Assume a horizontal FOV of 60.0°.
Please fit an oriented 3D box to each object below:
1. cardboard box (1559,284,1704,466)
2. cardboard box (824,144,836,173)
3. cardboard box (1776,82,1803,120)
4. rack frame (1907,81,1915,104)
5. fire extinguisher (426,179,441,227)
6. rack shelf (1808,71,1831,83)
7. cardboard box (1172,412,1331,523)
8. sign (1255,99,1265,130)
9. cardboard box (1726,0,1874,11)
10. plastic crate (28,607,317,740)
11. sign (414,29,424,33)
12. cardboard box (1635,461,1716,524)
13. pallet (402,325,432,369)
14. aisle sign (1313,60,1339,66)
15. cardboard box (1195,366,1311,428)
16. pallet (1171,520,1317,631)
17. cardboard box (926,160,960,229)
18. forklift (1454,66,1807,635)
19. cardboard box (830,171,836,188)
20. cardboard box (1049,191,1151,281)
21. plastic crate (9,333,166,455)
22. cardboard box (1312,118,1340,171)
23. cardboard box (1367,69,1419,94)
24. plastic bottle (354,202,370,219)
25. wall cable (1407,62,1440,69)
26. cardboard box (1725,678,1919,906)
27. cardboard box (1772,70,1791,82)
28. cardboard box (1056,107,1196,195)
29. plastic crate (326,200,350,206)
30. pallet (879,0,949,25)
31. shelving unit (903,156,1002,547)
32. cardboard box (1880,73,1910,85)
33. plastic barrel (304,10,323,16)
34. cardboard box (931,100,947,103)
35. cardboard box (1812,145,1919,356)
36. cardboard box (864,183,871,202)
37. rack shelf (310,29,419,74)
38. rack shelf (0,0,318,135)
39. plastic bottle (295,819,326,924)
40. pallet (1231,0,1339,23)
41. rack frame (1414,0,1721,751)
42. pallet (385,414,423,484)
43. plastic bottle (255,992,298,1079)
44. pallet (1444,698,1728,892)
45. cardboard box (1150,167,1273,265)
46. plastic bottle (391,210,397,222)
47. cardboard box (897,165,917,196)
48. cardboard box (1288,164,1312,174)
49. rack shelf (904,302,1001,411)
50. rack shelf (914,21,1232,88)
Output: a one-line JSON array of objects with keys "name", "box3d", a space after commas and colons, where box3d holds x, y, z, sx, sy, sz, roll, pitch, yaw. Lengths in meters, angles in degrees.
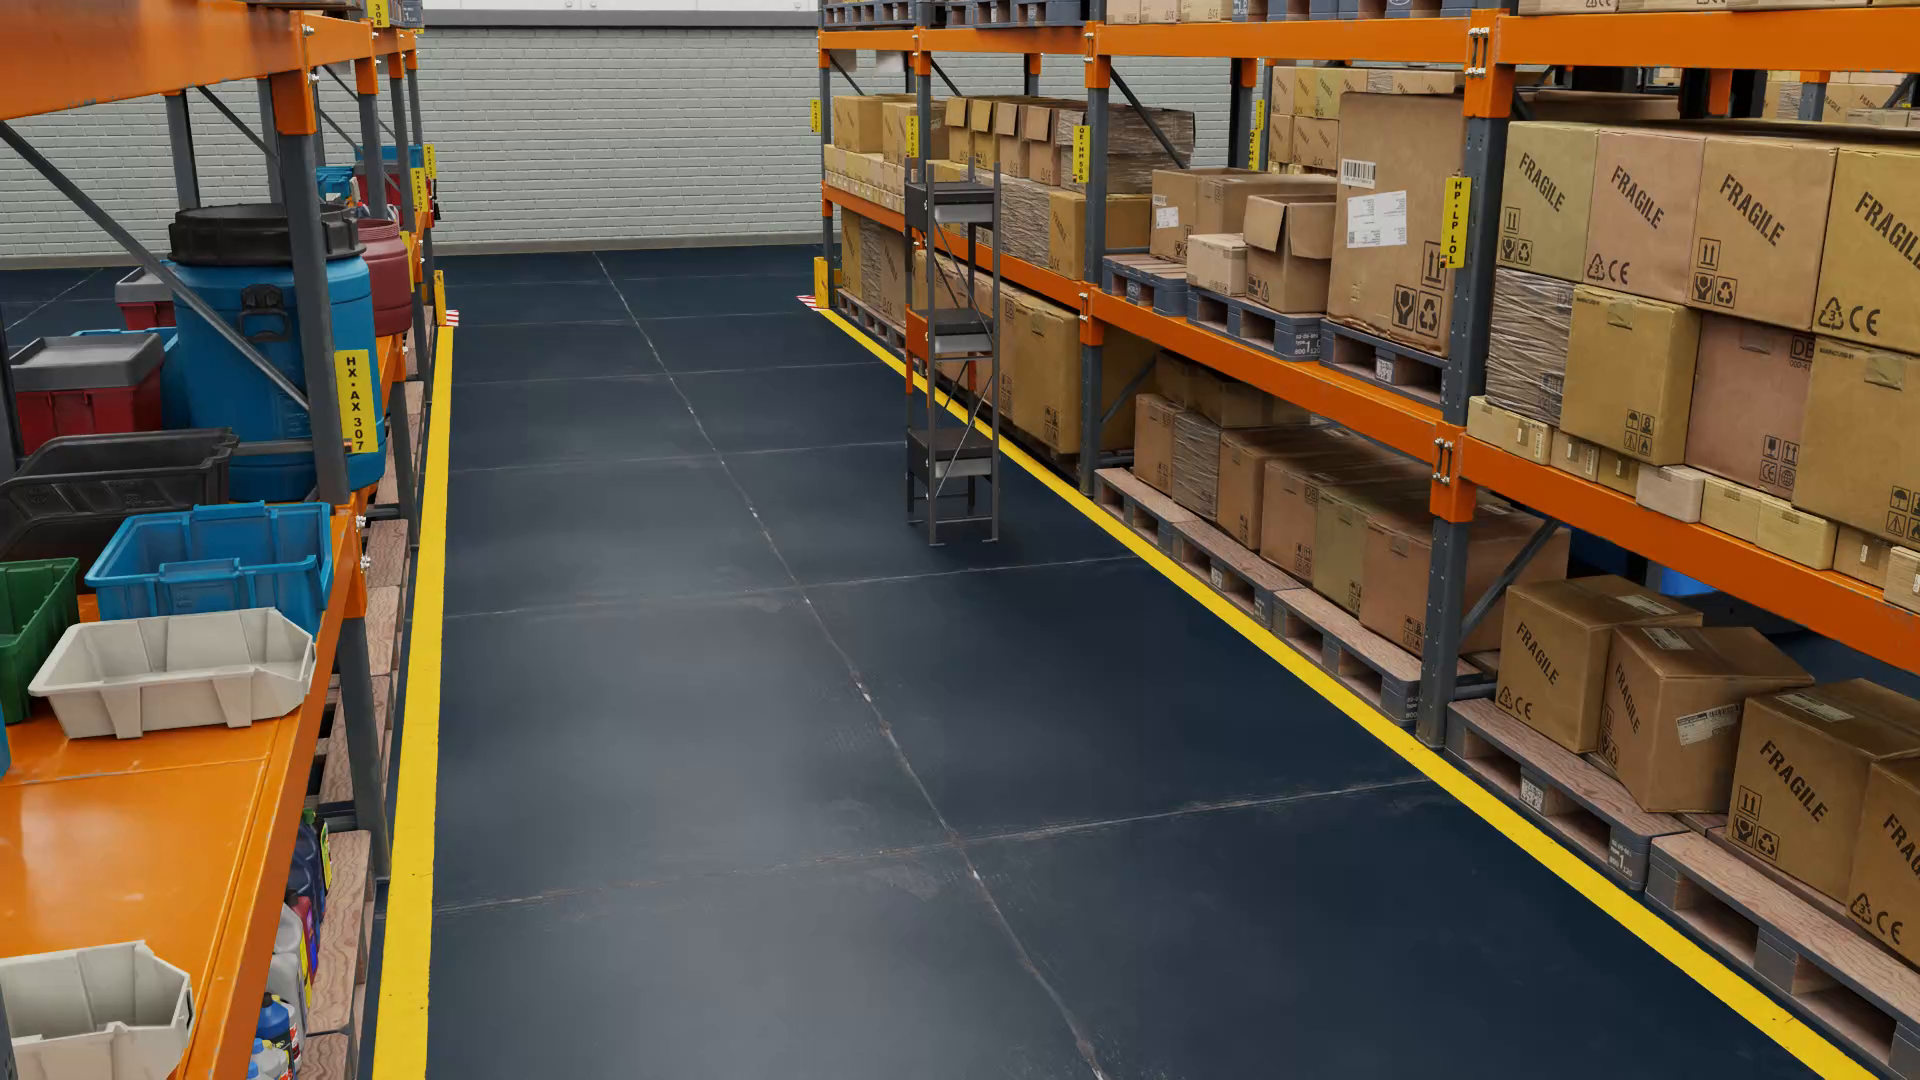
[{"name": "cardboard box", "box3d": [2.512, -0.570, 5.444, 0.875, 0.500, 0.500, -5, 17, -15]}, {"name": "cardboard box", "box3d": [-1.081, -3.886, 16.917, 0.500, 0.250, 0.500, -5, 17, -17]}, {"name": "cardboard box", "box3d": [8.999, -4.563, 17.516, 0.500, 0.500, 0.500, -4, 17, -15]}, {"name": "rack frame", "box3d": [9.675, -3.646, 16.377, 1.000, 3.000, 0.127, -5, 17, -15]}, {"name": "fire extinguisher", "box3d": [-5.320, -3.440, 16.471, 0.296, 0.674, 0.183, -5, 17, -15]}, {"name": "rack shelf", "box3d": [6.592, -2.659, 9.128, 1.077, 0.370, 4.000, -5, 17, -15]}, {"name": "cardboard box", "box3d": [1.614, -0.434, 9.262, 0.700, 0.500, 0.500, -6, 18, -20]}, {"name": "sign", "box3d": [3.322, -4.705, 18.397, 0.100, 0.325, 0.005, -5, 17, -15]}, {"name": "cardboard box", "box3d": [2.499, -1.586, 4.564, 0.500, 0.250, 0.500, -5, 18, -17]}, {"name": "plastic crate", "box3d": [-1.728, 0.297, 3.707, 0.530, 0.136, 0.437, -5, 17, -15]}, {"name": "sign", "box3d": [-5.191, -5.012, 15.891, 0.100, 0.325, 0.005, -5, 17, -15]}, {"name": "cardboard box", "box3d": [2.373, -0.168, 5.235, 0.380, 0.149, 0.250, -5, 17, -15]}, {"name": "pallet", "box3d": [-5.194, -1.674, 14.658, 1.003, 0.211, 1.213, -5, 17, -15]}, {"name": "aisle sign", "box3d": [4.112, -5.622, 18.436, 0.394, 0.787, 0.004, -5, 17, -15]}, {"name": "cardboard box", "box3d": [1.614, -0.800, 9.179, 0.500, 0.250, 0.500, -3, 17, -9]}, {"name": "pallet", "box3d": [1.790, 0.132, 8.645, 1.003, 0.211, 1.213, -5, 17, -15]}, {"name": "cardboard box", "box3d": [0.032, -2.764, 13.265, 0.500, 0.500, 0.500, -5, 17, -15]}, {"name": "forklift", "box3d": [3.208, -1.301, 8.688, 1.130, 2.935, 3.031, -5, 18, -17]}, {"name": "cardboard box", "box3d": [-1.101, -3.654, 16.838, 0.380, 0.149, 0.250, -5, 17, -16]}, {"name": "cardboard box", "box3d": [0.872, -1.921, 10.460, 0.500, 0.500, 0.500, -4, 17, -14]}, {"name": "plastic crate", "box3d": [-2.845, -0.399, 5.454, 0.402, 0.464, 0.583, -5, 17, -15]}, {"name": "cardboard box", "box3d": [3.995, -4.095, 17.180, 0.500, 0.500, 0.500, -4, 17, -15]}, {"name": "cardboard box", "box3d": [4.279, -4.290, 16.091, 0.500, 0.500, 0.500, -4, 17, -14]}, {"name": "plastic bottle", "box3d": [-4.137, -2.157, 11.503, 0.144, 0.351, 0.185, -5, 17, -15]}, {"name": "wall cable", "box3d": [7.003, -6.812, 25.096, 0.585, 1.953, 0.123, -5, 17, -15]}, {"name": "cardboard box", "box3d": [2.827, 0.783, 5.245, 0.500, 0.500, 0.500, -6, 18, -20]}, {"name": "cardboard box", "box3d": [8.911, -4.969, 17.741, 0.380, 0.149, 0.250, -5, 17, -15]}, {"name": "cardboard box", "box3d": [1.060, -2.488, 10.604, 0.797, 0.503, 0.637, -4, 17, -13]}, {"name": "plastic crate", "box3d": [-5.182, -2.657, 13.456, 0.437, 0.125, 0.590, -5, 17, -15]}, {"name": "pallet", "box3d": [-0.069, -4.484, 14.106, 1.003, 0.211, 1.213, -5, 17, -15]}, {"name": "shelving unit", "box3d": [-0.045, -1.051, 9.302, 0.431, 2.100, 0.503, -5, 17, -15]}, {"name": "cardboard box", "box3d": [9.284, -4.544, 16.325, 0.380, 0.149, 0.250, -5, 17, -16]}, {"name": "plastic barrel", "box3d": [-2.943, -2.402, 7.260, 0.301, 0.262, 0.301, 0, 17, 0]}, {"name": "cardboard box", "box3d": [-0.015, -3.726, 15.081, 0.500, 0.500, 0.500, -5, 18, -17]}, {"name": "cardboard box", "box3d": [2.648, -0.761, 4.341, 0.500, 0.500, 0.500, -5, 17, -15]}, {"name": "cardboard box", "box3d": [-0.675, -3.227, 15.417, 0.380, 0.149, 0.250, -4, 17, -14]}, {"name": "rack shelf", "box3d": [-5.166, -4.116, 13.978, 1.077, 0.370, 4.000, -5, 17, -15]}, {"name": "rack shelf", "box3d": [-1.868, -0.797, 2.928, 1.077, 0.370, 4.000, -5, 17, -15]}, {"name": "plastic bottle", "box3d": [-1.963, 0.955, 4.899, 0.144, 0.351, 0.185, -5, 17, -17]}, {"name": "pallet", "box3d": [1.989, -2.462, 7.548, 1.213, 0.211, 1.003, -5, 17, -15]}, {"name": "rack frame", "box3d": [2.345, -0.650, 6.402, 1.000, 3.000, 0.127, -5, 17, -15]}, {"name": "pallet", "box3d": [-4.105, -0.581, 11.019, 1.003, 0.211, 1.213, -5, 17, -15]}, {"name": "plastic bottle", "box3d": [-1.694, 1.239, 4.090, 0.097, 0.271, 0.097, 0, 17, 0]}, {"name": "pallet", "box3d": [2.563, 0.869, 6.194, 1.003, 0.211, 1.213, -5, 17, -15]}, {"name": "cardboard box", "box3d": [1.432, -1.859, 9.523, 0.500, 0.500, 0.500, -7, 18, -22]}, {"name": "plastic bottle", "box3d": [-4.097, -2.227, 11.868, 0.152, 0.276, 0.135, -5, 17, -15]}, {"name": "cardboard box", "box3d": [-0.228, -3.035, 14.085, 0.500, 0.250, 0.500, -5, 17, -16]}, {"name": "cardboard box", "box3d": [3.750, -3.952, 17.830, 0.380, 0.149, 0.250, -5, 17, -17]}, {"name": "rack shelf", "box3d": [-0.045, -1.038, 9.306, 0.431, 0.518, 0.480, -5, 17, -15]}, {"name": "rack shelf", "box3d": [0.696, -3.402, 11.599, 1.077, 0.370, 4.000, -5, 17, -15]}]
